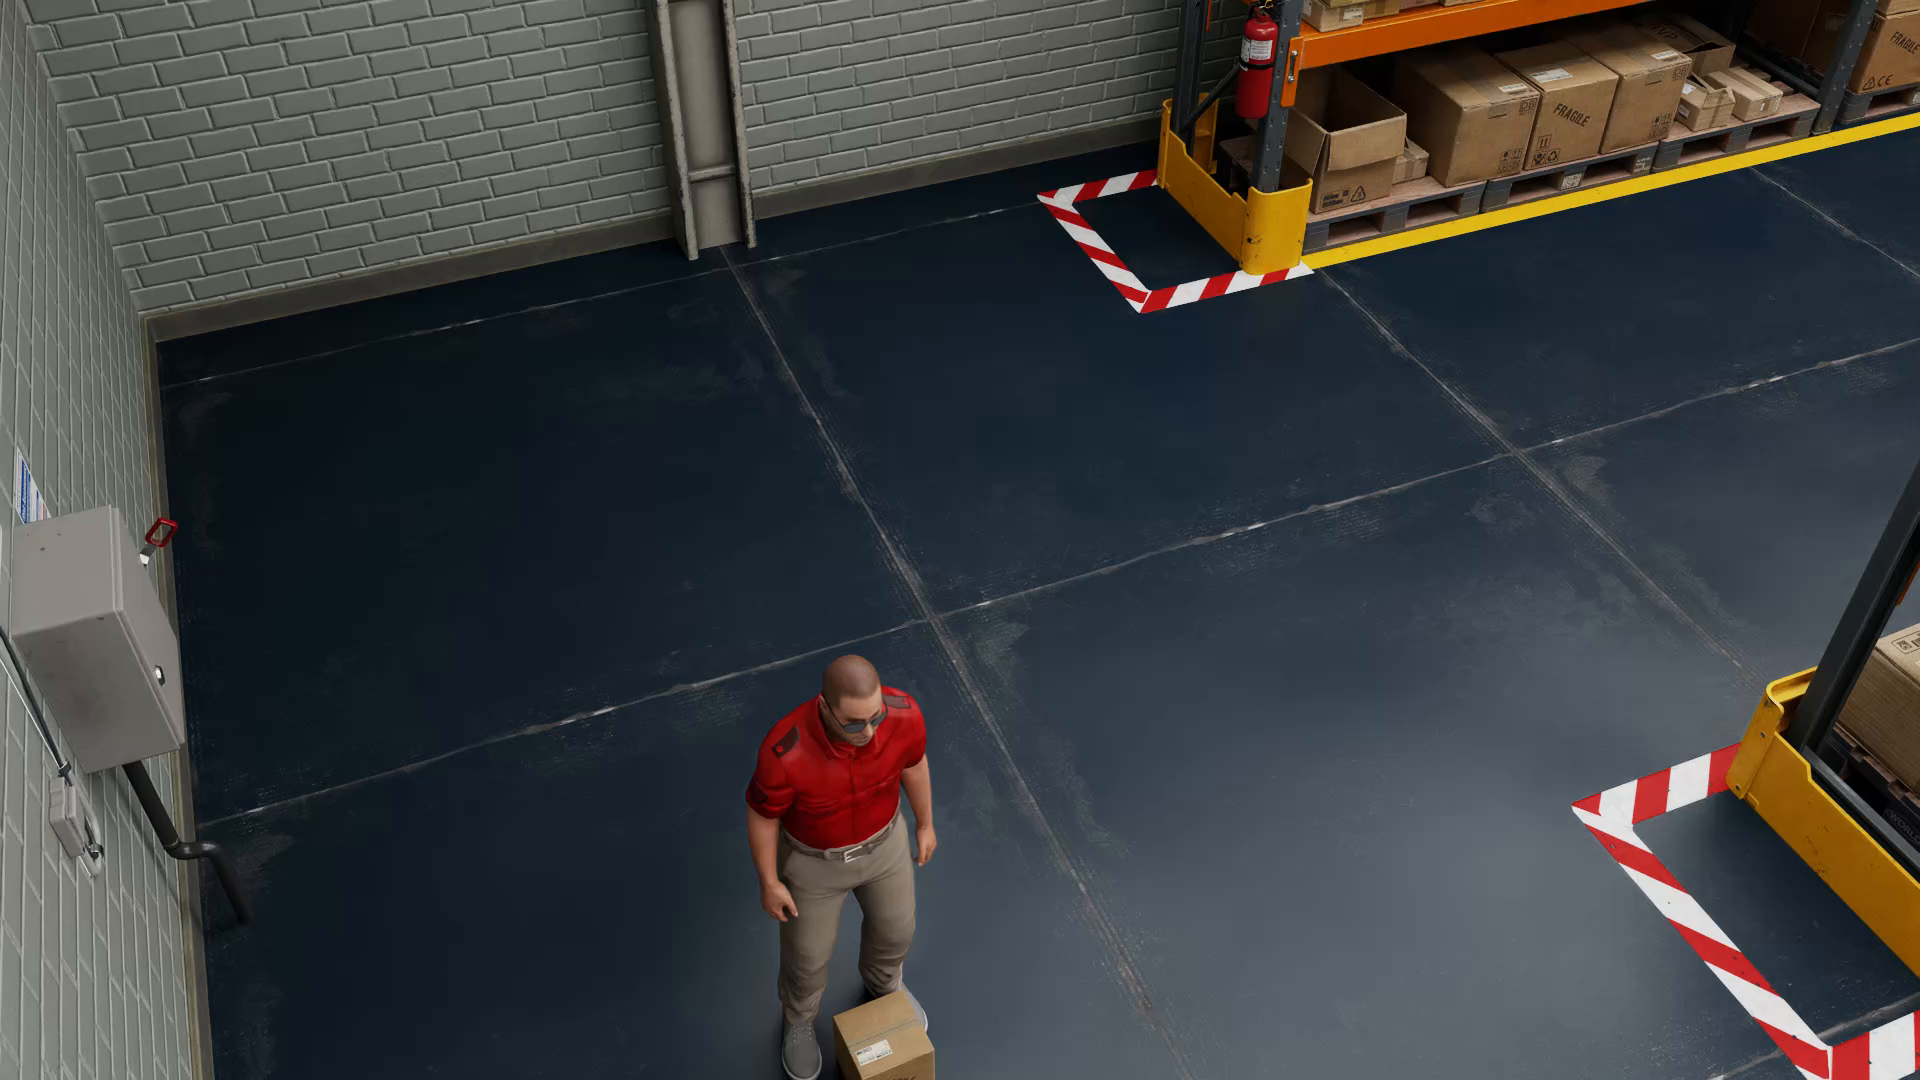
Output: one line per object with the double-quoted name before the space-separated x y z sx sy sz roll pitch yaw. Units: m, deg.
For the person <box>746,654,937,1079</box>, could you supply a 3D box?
"person" -0.348 0.962 5.081 0.605 1.726 0.402 -18 45 -19
